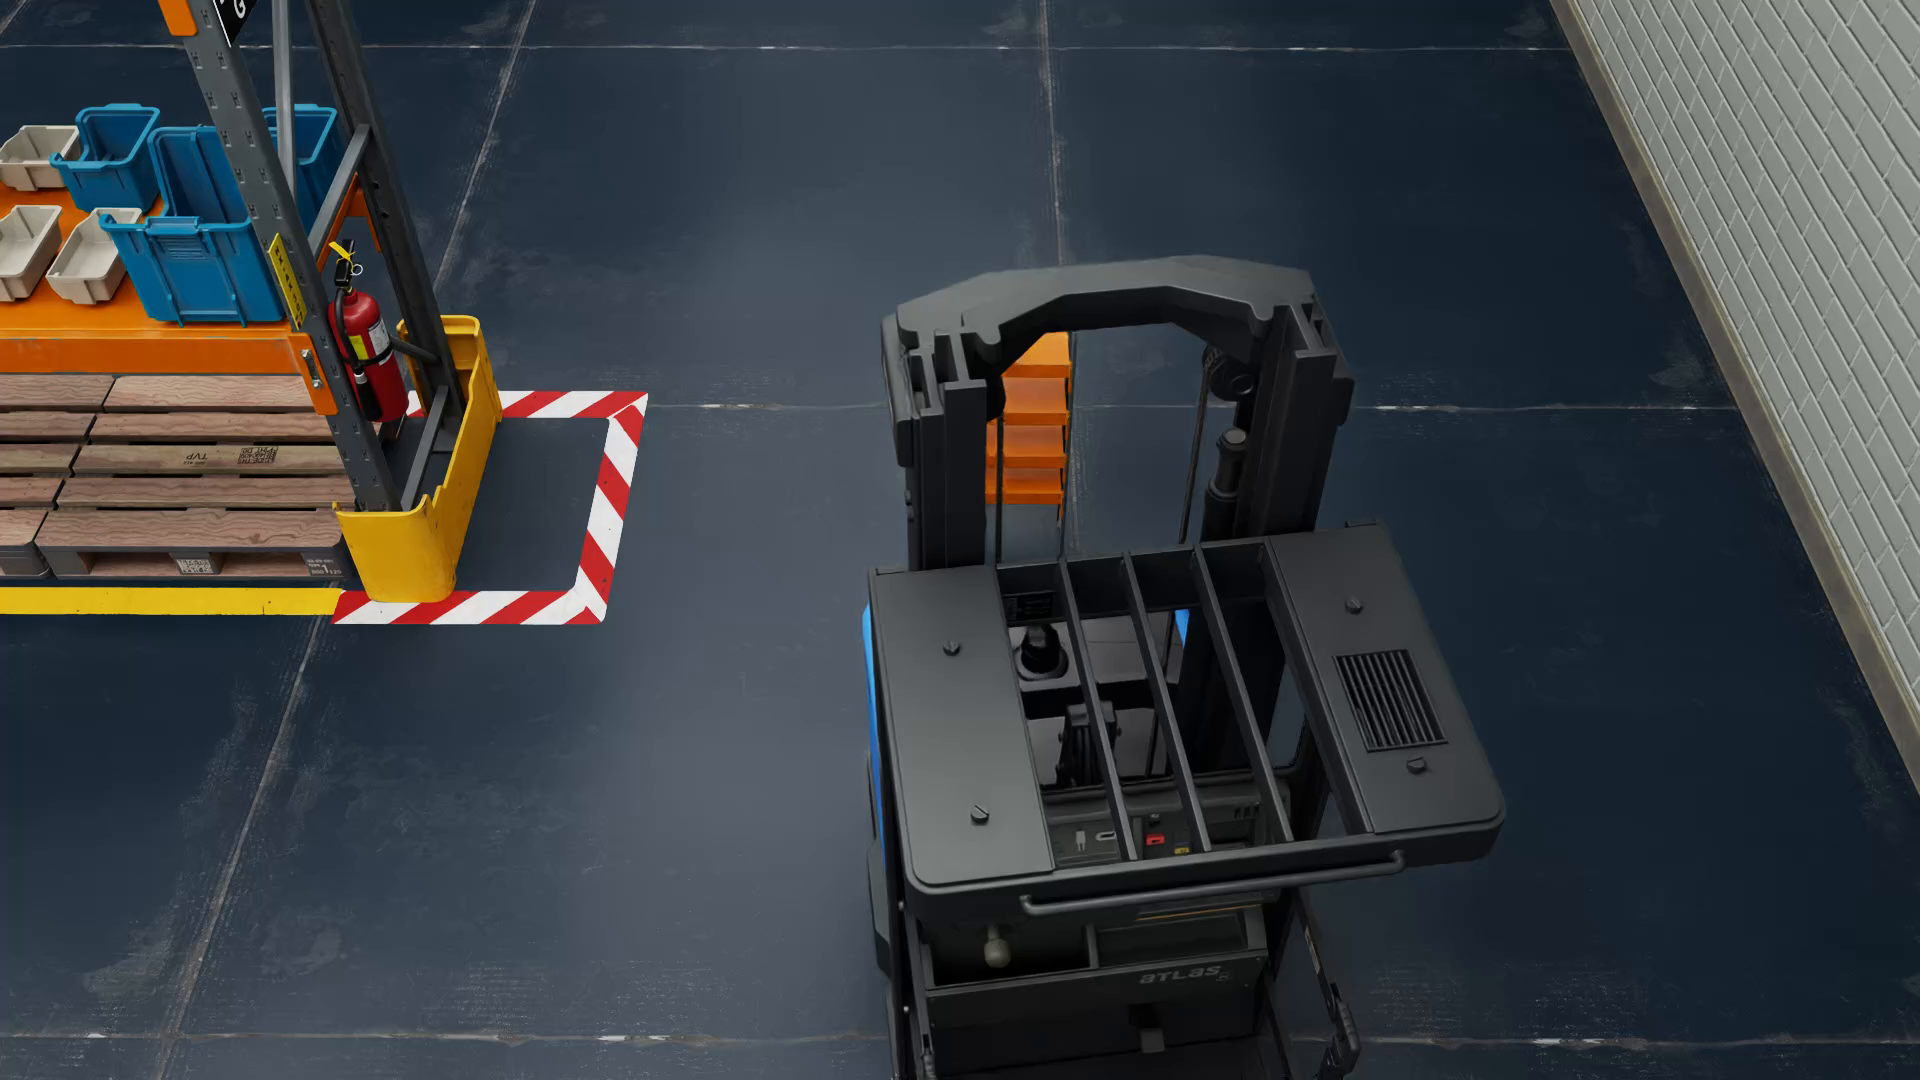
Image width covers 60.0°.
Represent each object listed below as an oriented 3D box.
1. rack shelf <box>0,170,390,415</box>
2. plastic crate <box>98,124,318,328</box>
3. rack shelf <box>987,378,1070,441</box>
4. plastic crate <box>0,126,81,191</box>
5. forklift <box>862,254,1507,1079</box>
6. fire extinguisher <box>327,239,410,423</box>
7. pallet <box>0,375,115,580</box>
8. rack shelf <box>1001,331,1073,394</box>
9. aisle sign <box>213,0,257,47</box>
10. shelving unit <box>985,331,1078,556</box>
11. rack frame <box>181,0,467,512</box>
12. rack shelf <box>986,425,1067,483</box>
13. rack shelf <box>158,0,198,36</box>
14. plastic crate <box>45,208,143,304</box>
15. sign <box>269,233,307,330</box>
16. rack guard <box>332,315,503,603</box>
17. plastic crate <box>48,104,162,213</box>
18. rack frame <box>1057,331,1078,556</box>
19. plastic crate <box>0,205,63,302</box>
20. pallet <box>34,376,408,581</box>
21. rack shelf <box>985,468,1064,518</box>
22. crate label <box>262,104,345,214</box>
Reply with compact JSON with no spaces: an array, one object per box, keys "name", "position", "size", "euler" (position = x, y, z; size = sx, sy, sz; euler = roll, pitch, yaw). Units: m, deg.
[{"name":"rack shelf","position":[-4.218,-0.953,6.160],"size":[4.000,0.370,1.077],"euler":[0,47,0]},{"name":"plastic crate","position":[-2.553,-1.089,5.730],"size":[0.499,0.435,0.616],"euler":[0,47,0]},{"name":"rack shelf","position":[0.166,-0.515,6.277],"size":[0.480,0.148,0.258],"euler":[0,47,0]},{"name":"plastic crate","position":[-3.462,-1.428,6.250],"size":[0.298,0.136,0.250],"euler":[0,47,0]},{"name":"forklift","position":[0.389,0.924,3.968],"size":[1.130,2.935,3.031],"euler":[-6,47,-5]},{"name":"fire extinguisher","position":[-2.069,-0.706,5.746],"size":[0.183,0.674,0.296],"euler":[0,47,0]},{"name":"pallet","position":[-4.259,-0.279,6.946],"size":[1.213,0.211,1.003],"euler":[0,47,0]},{"name":"rack shelf","position":[0.166,-0.676,6.104],"size":[0.480,0.148,0.258],"euler":[0,47,0]},{"name":"aisle sign","position":[-2.147,-1.864,4.740],"size":[0.004,0.787,0.394],"euler":[0,47,0]},{"name":"shelving unit","position":[0.166,-0.408,6.391],"size":[0.503,1.200,0.258],"euler":[0,47,0]},{"name":"rack frame","position":[-2.218,-1.193,5.892],"size":[0.127,3.000,1.000],"euler":[0,47,0]},{"name":"rack shelf","position":[0.166,-0.363,6.440],"size":[0.480,0.148,0.258],"euler":[0,47,0]},{"name":"rack shelf","position":[-4.218,-1.975,5.062],"size":[4.000,0.370,1.077],"euler":[0,47,0]},{"name":"plastic crate","position":[-3.034,-0.993,5.845],"size":[0.243,0.136,0.396],"euler":[0,47,0]},{"name":"sign","position":[-2.204,-0.846,5.457],"size":[0.005,0.325,0.100],"euler":[0,47,0]},{"name":"rack guard","position":[-2.194,-0.350,6.815],"size":[0.348,0.500,1.175],"euler":[0,47,0]},{"name":"plastic crate","position":[-3.122,-1.399,6.158],"size":[0.300,0.233,0.416],"euler":[0,47,0]},{"name":"rack frame","position":[0.410,-0.408,6.391],"size":[0.015,1.200,0.240],"euler":[0,47,0]},{"name":"plastic crate","position":[-3.324,-1.004,5.855],"size":[0.243,0.136,0.396],"euler":[0,47,0]},{"name":"pallet","position":[-3.042,-0.273,6.941],"size":[1.213,0.211,1.003],"euler":[0,47,0]},{"name":"rack shelf","position":[0.166,-0.227,6.586],"size":[0.480,0.148,0.258],"euler":[0,47,0]},{"name":"crate label","position":[-2.464,-1.398,6.156],"size":[0.303,0.233,0.416],"euler":[0,47,0]}]
